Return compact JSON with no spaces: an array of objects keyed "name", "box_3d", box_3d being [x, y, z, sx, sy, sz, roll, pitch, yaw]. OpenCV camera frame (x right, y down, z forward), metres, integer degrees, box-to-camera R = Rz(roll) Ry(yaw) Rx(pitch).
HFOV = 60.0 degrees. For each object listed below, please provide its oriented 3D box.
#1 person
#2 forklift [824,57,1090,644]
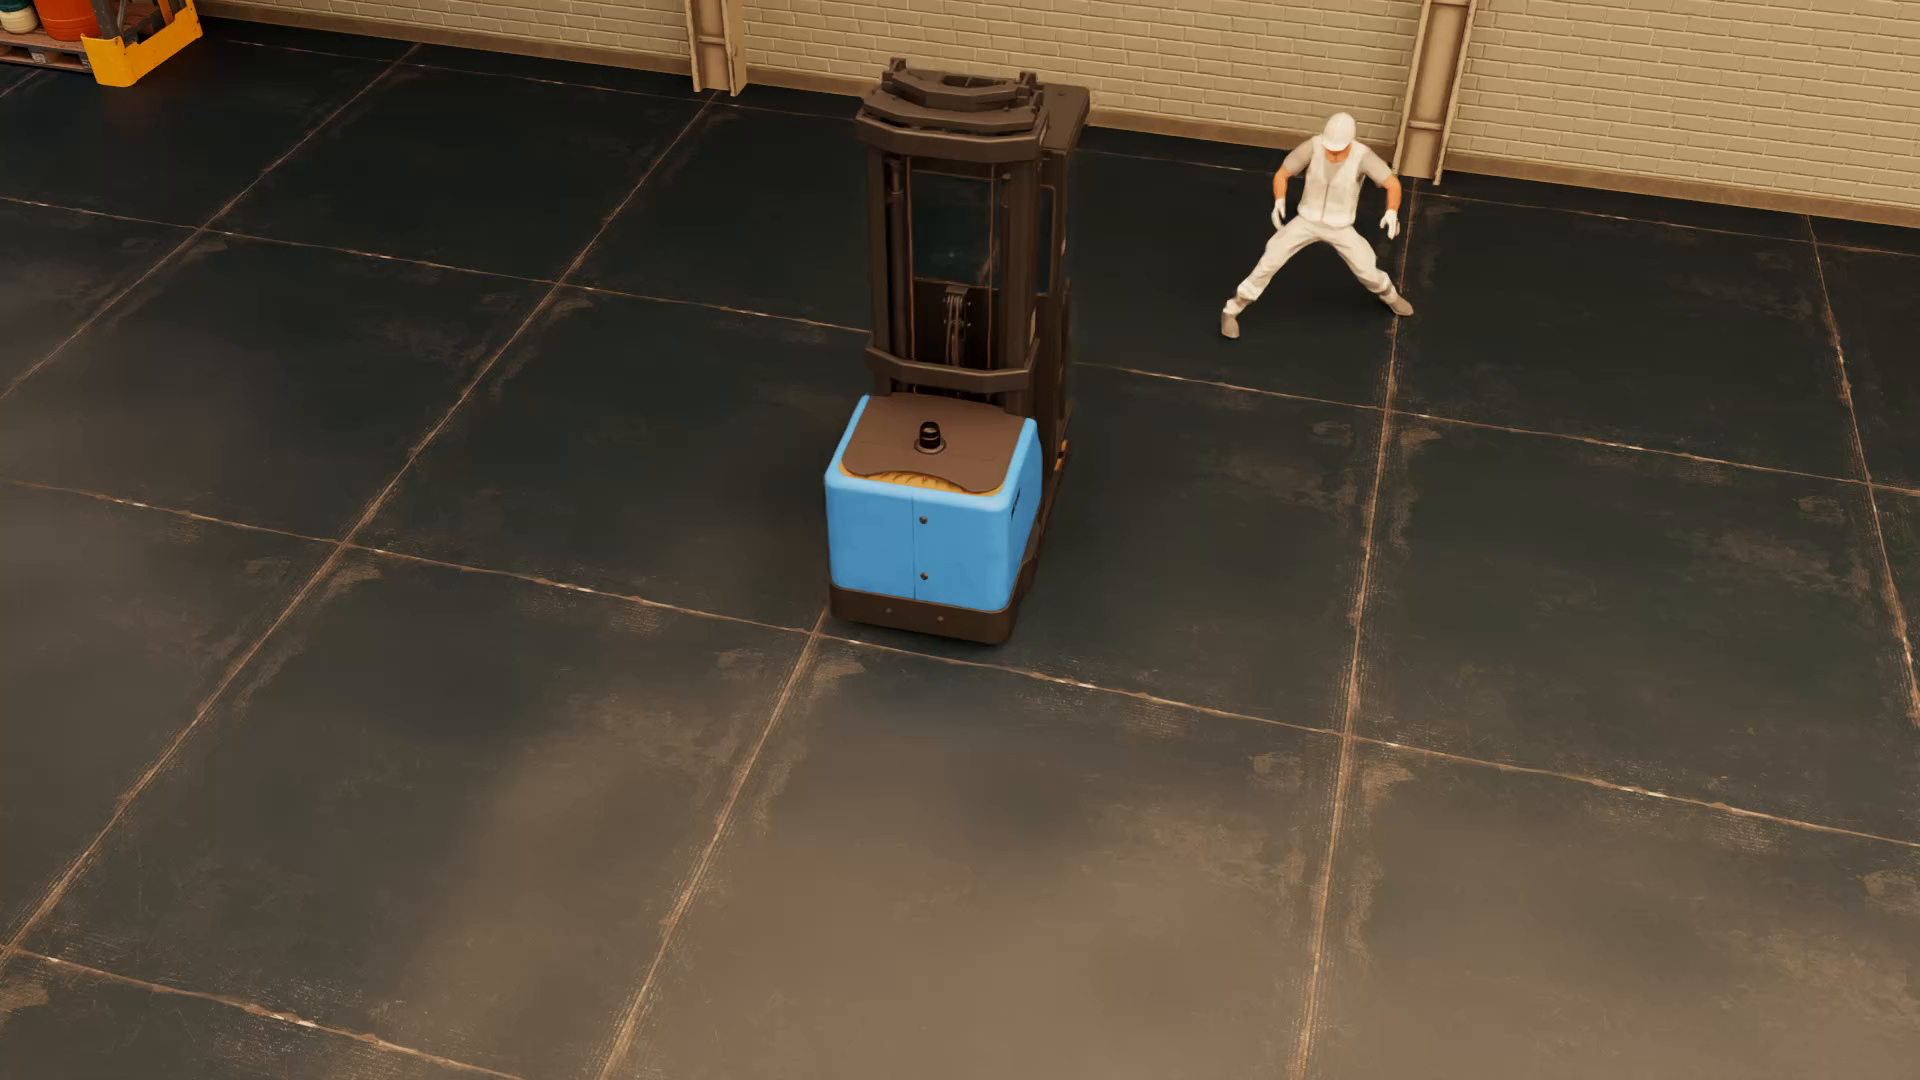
[{"name":"person","box_3d":[2.534,-2.142,11.329,1.264,1.573,0.949,15,43,16]},{"name":"forklift","box_3d":[0.091,-1.502,9.576,1.130,2.935,3.031,9,42,10]}]
